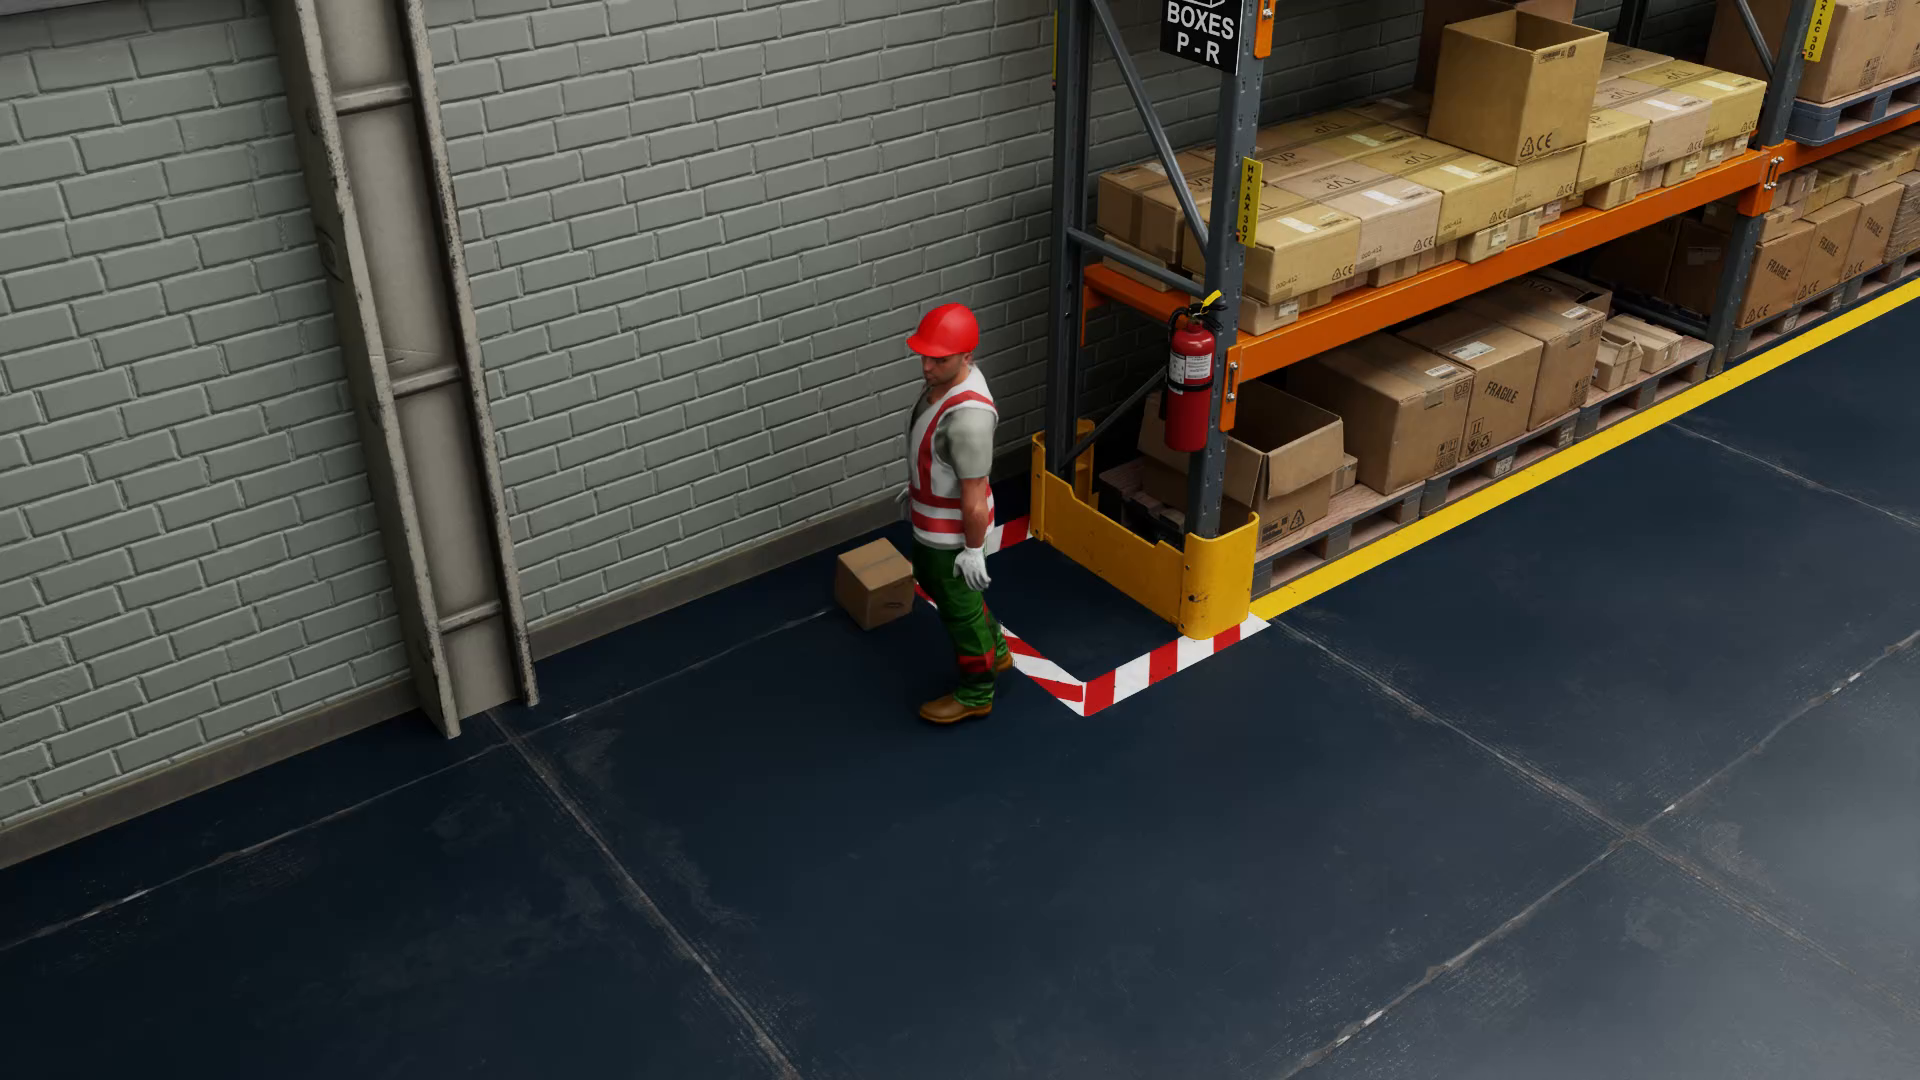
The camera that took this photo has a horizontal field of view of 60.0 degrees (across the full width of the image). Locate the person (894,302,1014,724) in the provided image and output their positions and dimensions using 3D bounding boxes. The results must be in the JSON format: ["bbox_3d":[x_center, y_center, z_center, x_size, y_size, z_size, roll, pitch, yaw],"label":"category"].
[{"bbox_3d":[-0.001,-0.100,6.246,0.469,1.778,0.693,-4,32,-6],"label":"person"}]
